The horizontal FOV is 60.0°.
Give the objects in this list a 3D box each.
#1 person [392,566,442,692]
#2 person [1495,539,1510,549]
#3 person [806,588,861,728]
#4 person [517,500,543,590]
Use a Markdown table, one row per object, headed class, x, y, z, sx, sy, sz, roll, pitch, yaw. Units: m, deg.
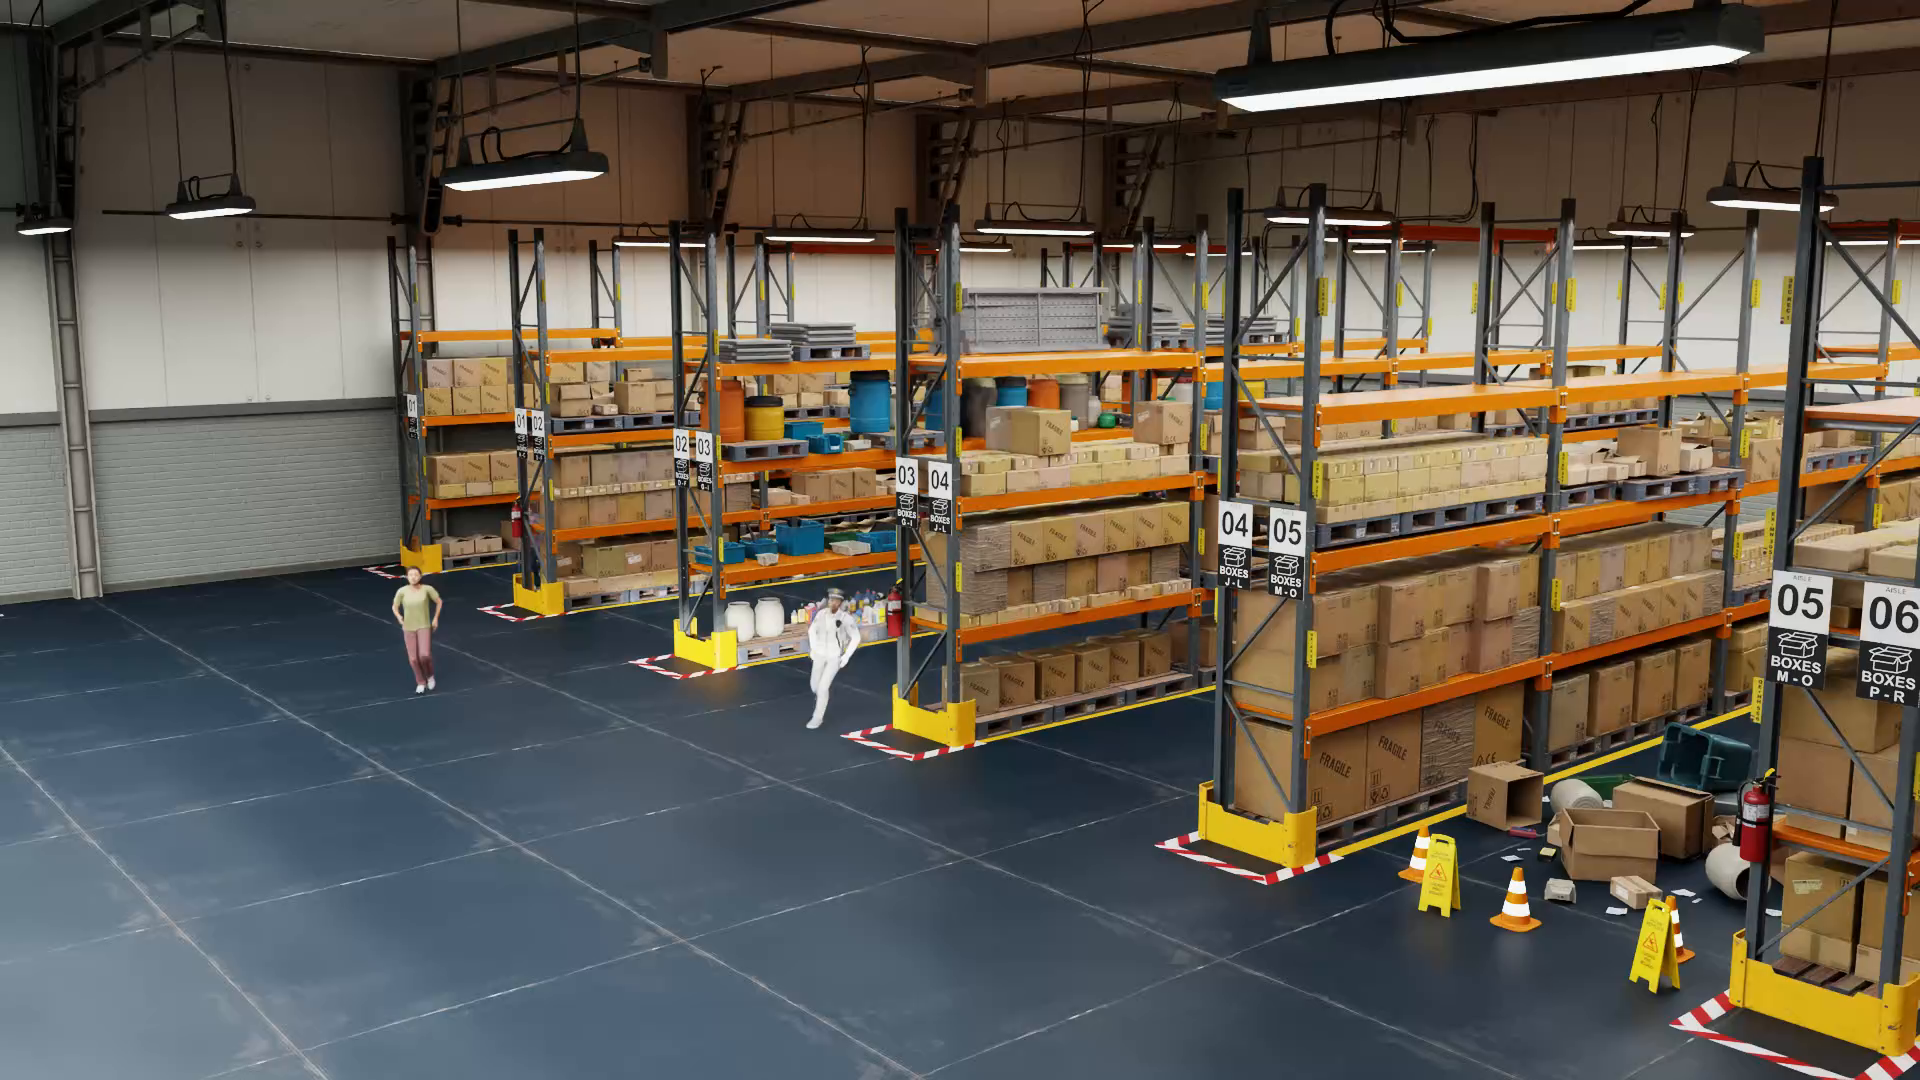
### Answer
| class | x | y | z | sx | sy | sz | roll | pitch | yaw |
| --- | --- | --- | --- | --- | --- | --- | --- | --- | --- |
| person | -6.871 | 1.135 | 21.027 | 0.592 | 1.635 | 0.539 | -1 | 9 | -8 |
| person | 7.467 | 0.781 | 23.125 | 0.624 | 1.760 | 0.730 | 7 | 11 | 39 |
| person | -1.488 | 1.359 | 19.602 | 0.677 | 1.647 | 0.657 | 3 | 9 | 17 |
| person | -7.231 | 0.119 | 27.990 | 0.533 | 1.537 | 0.541 | 5 | 10 | 32 |
